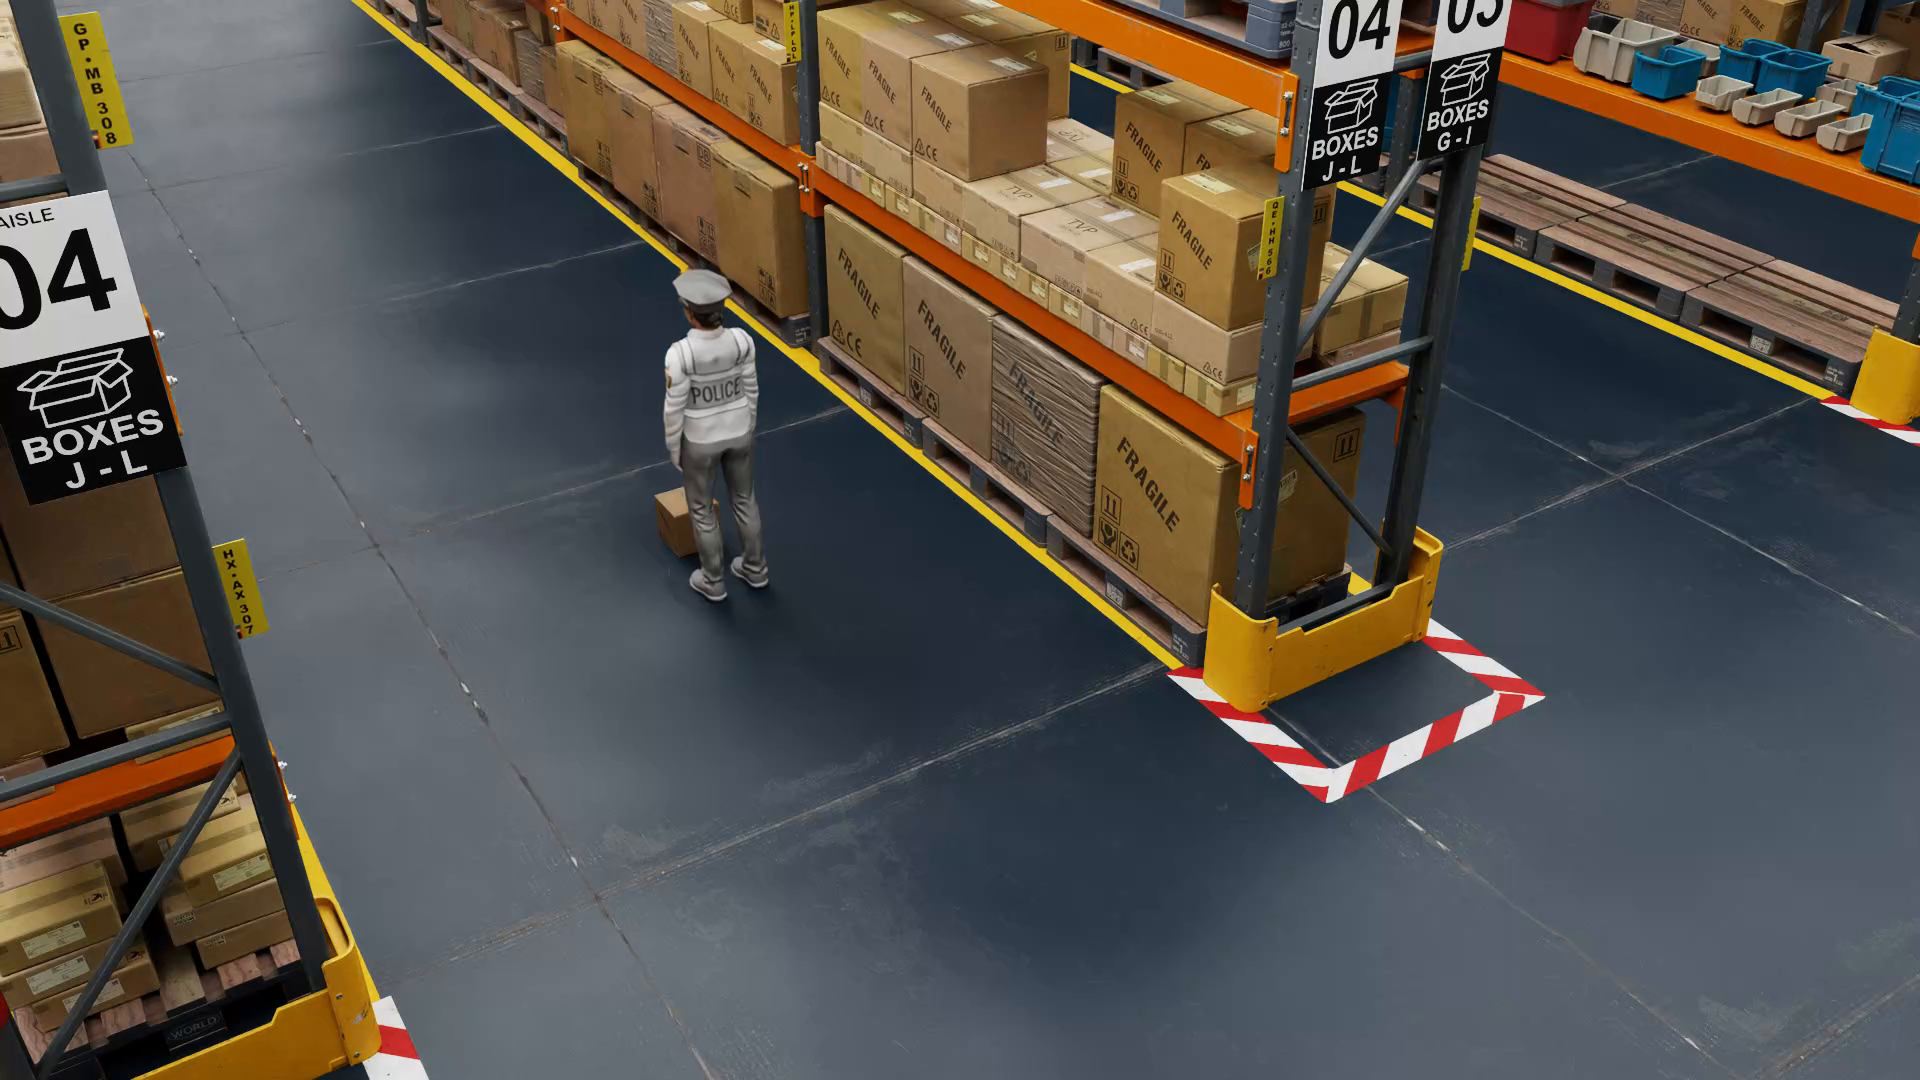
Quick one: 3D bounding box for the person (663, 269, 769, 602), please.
[{"bbox_3d":[-1.173,-0.481,7.878,0.466,1.675,0.334,-18,37,-26],"label":"person"}]
